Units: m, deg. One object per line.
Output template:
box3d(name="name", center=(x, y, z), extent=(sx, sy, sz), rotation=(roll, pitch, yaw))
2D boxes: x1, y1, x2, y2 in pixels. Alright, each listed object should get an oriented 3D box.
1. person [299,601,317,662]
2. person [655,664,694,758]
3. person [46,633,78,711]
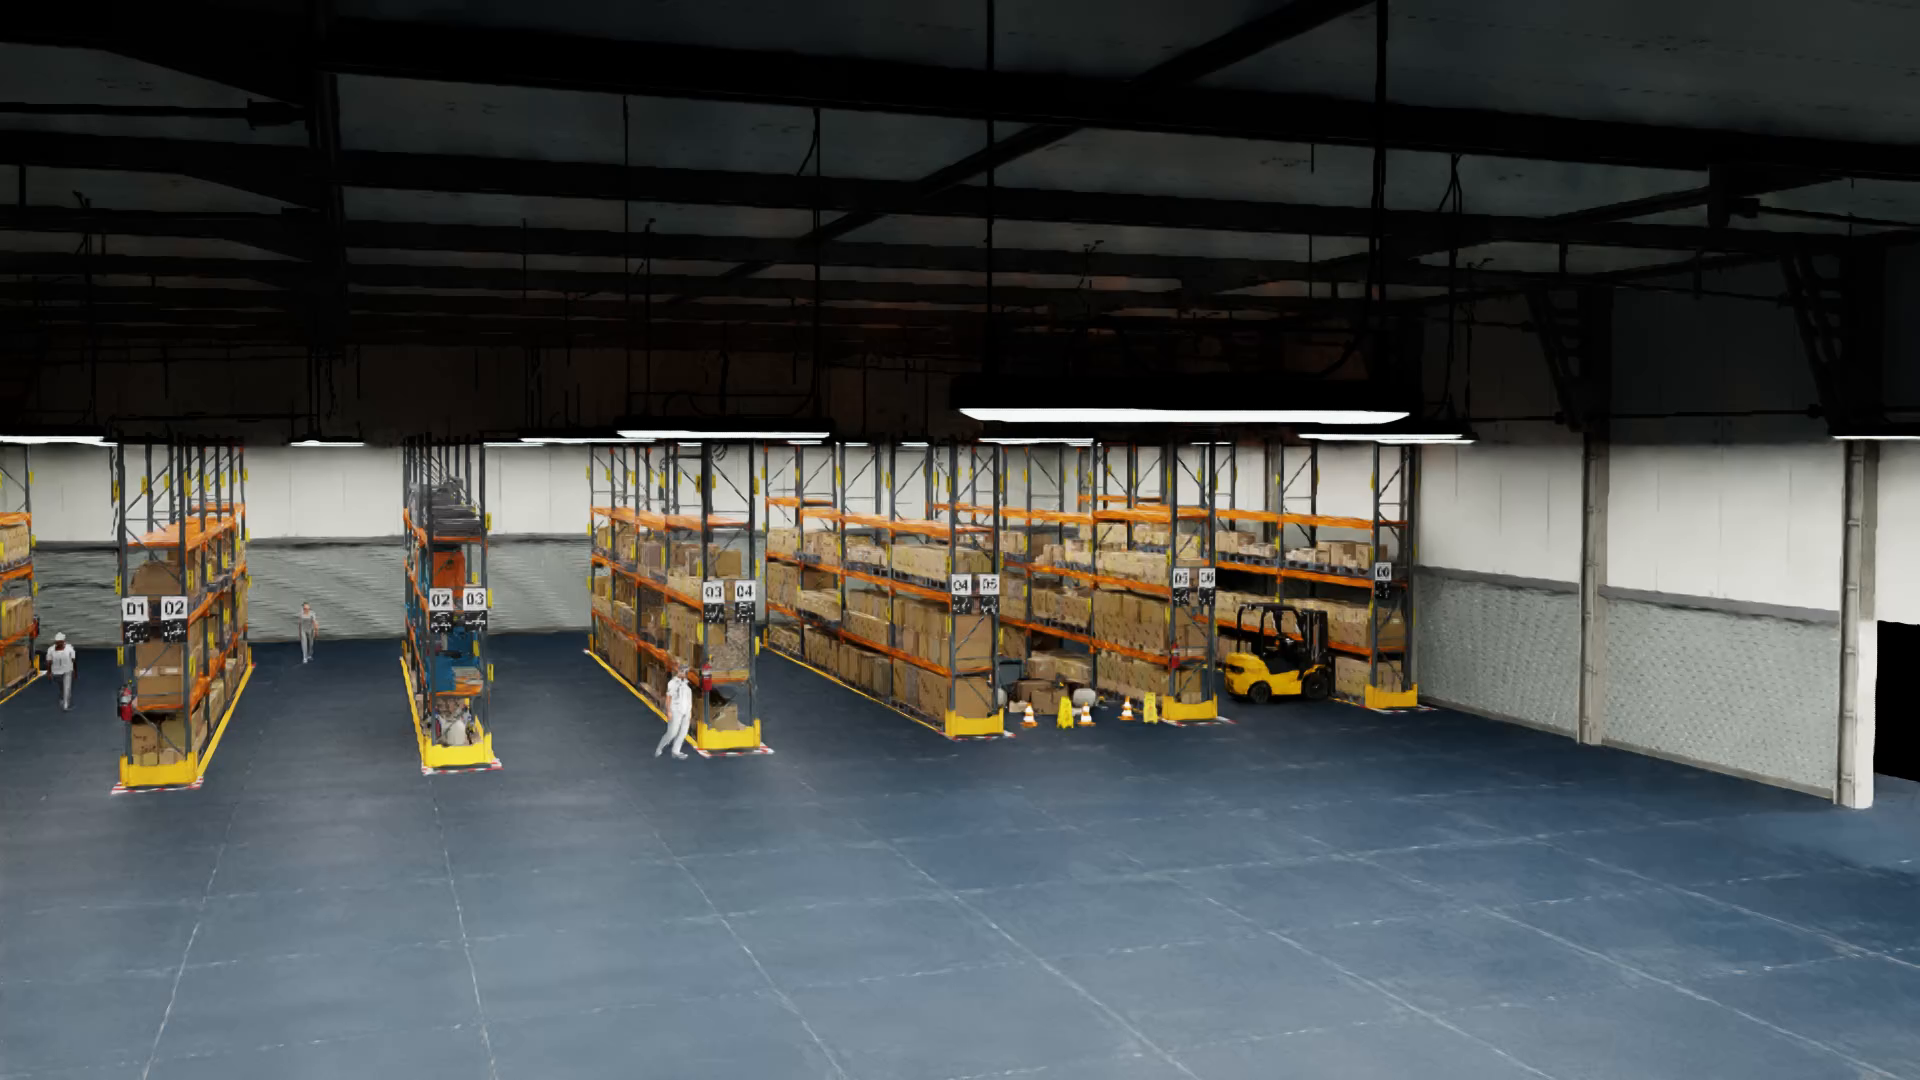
box3d(name="person", center=(-17.467, 2.444, 44.547), extent=(0.455, 1.612, 1.019), rotation=(-1, 3, -21))
box3d(name="person", center=(-5.284, 3.166, 30.712), extent=(0.562, 1.721, 0.734), rotation=(2, 4, 31))
box3d(name="person", center=(-19.579, 2.859, 36.212), extent=(0.577, 1.691, 1.121), rotation=(-1, 3, -17))
